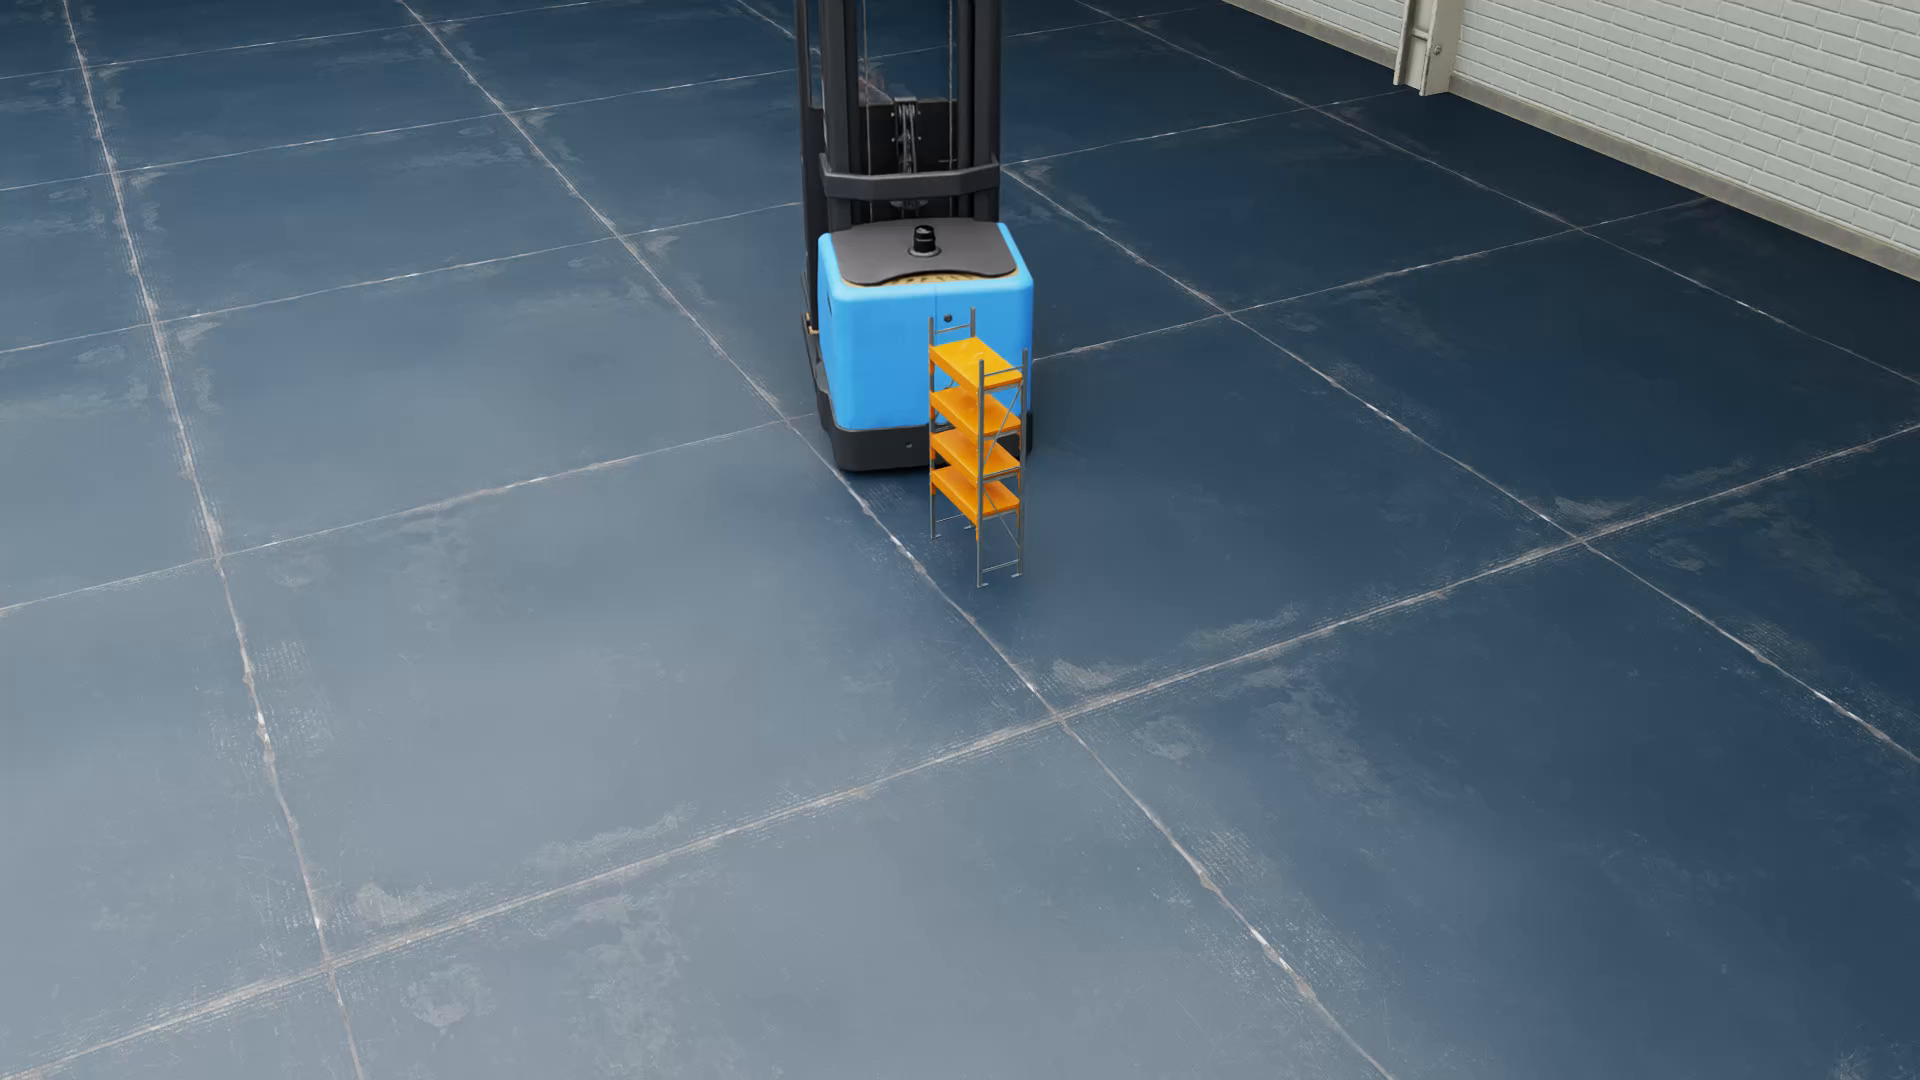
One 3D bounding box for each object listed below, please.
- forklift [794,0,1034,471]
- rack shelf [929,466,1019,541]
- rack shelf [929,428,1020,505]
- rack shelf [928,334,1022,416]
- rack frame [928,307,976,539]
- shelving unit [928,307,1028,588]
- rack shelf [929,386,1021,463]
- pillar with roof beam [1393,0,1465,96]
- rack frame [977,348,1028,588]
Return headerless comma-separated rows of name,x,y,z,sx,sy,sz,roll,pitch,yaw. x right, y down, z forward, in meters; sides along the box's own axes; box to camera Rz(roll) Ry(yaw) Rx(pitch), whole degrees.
forklift,-0.364,-2.376,9.241,1.130,2.935,3.031,-5,33,-8
rack shelf,0.077,-0.202,7.946,0.258,0.148,0.480,-16,36,-23
rack shelf,0.077,-0.370,7.839,0.258,0.148,0.480,-16,36,-23
rack shelf,0.077,-0.757,7.591,0.258,0.148,0.480,-16,36,-23
rack frame,-0.037,-0.543,7.985,0.240,1.200,0.015,-16,36,-23
shelving unit,0.077,-0.426,7.803,0.258,1.200,0.503,-16,36,-23
rack shelf,0.077,-0.558,7.719,0.258,0.148,0.480,-16,36,-23
pillar with roof beam,0.175,-6.616,10.234,9.100,9.000,0.400,-16,36,-23
rack frame,0.191,-0.310,7.621,0.240,1.200,0.015,-16,36,-23
